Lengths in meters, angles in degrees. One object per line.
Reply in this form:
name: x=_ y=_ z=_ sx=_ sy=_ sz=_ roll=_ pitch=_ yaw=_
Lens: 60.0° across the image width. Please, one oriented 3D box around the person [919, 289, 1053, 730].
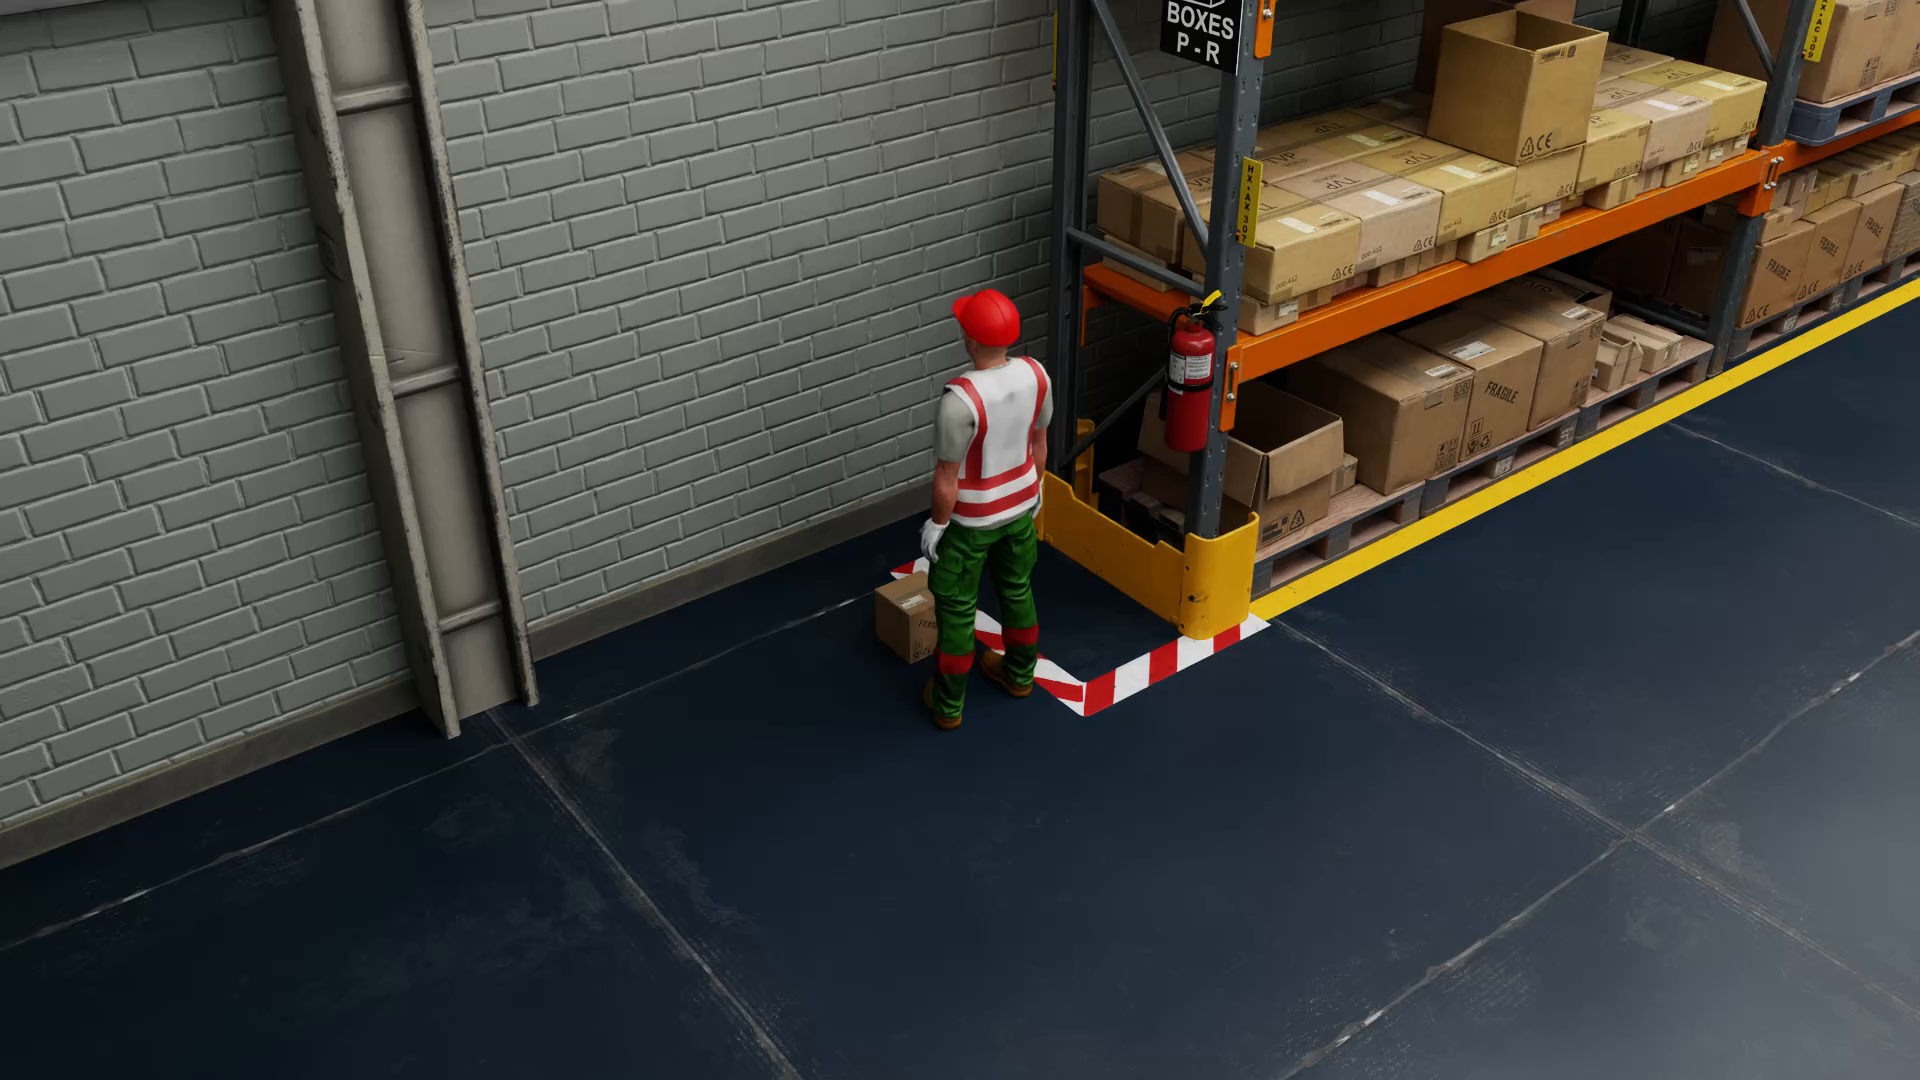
person: x=0.092 y=-0.129 z=6.309 sx=0.546 sy=1.790 sz=0.365 roll=-20 pitch=37 yaw=-29
